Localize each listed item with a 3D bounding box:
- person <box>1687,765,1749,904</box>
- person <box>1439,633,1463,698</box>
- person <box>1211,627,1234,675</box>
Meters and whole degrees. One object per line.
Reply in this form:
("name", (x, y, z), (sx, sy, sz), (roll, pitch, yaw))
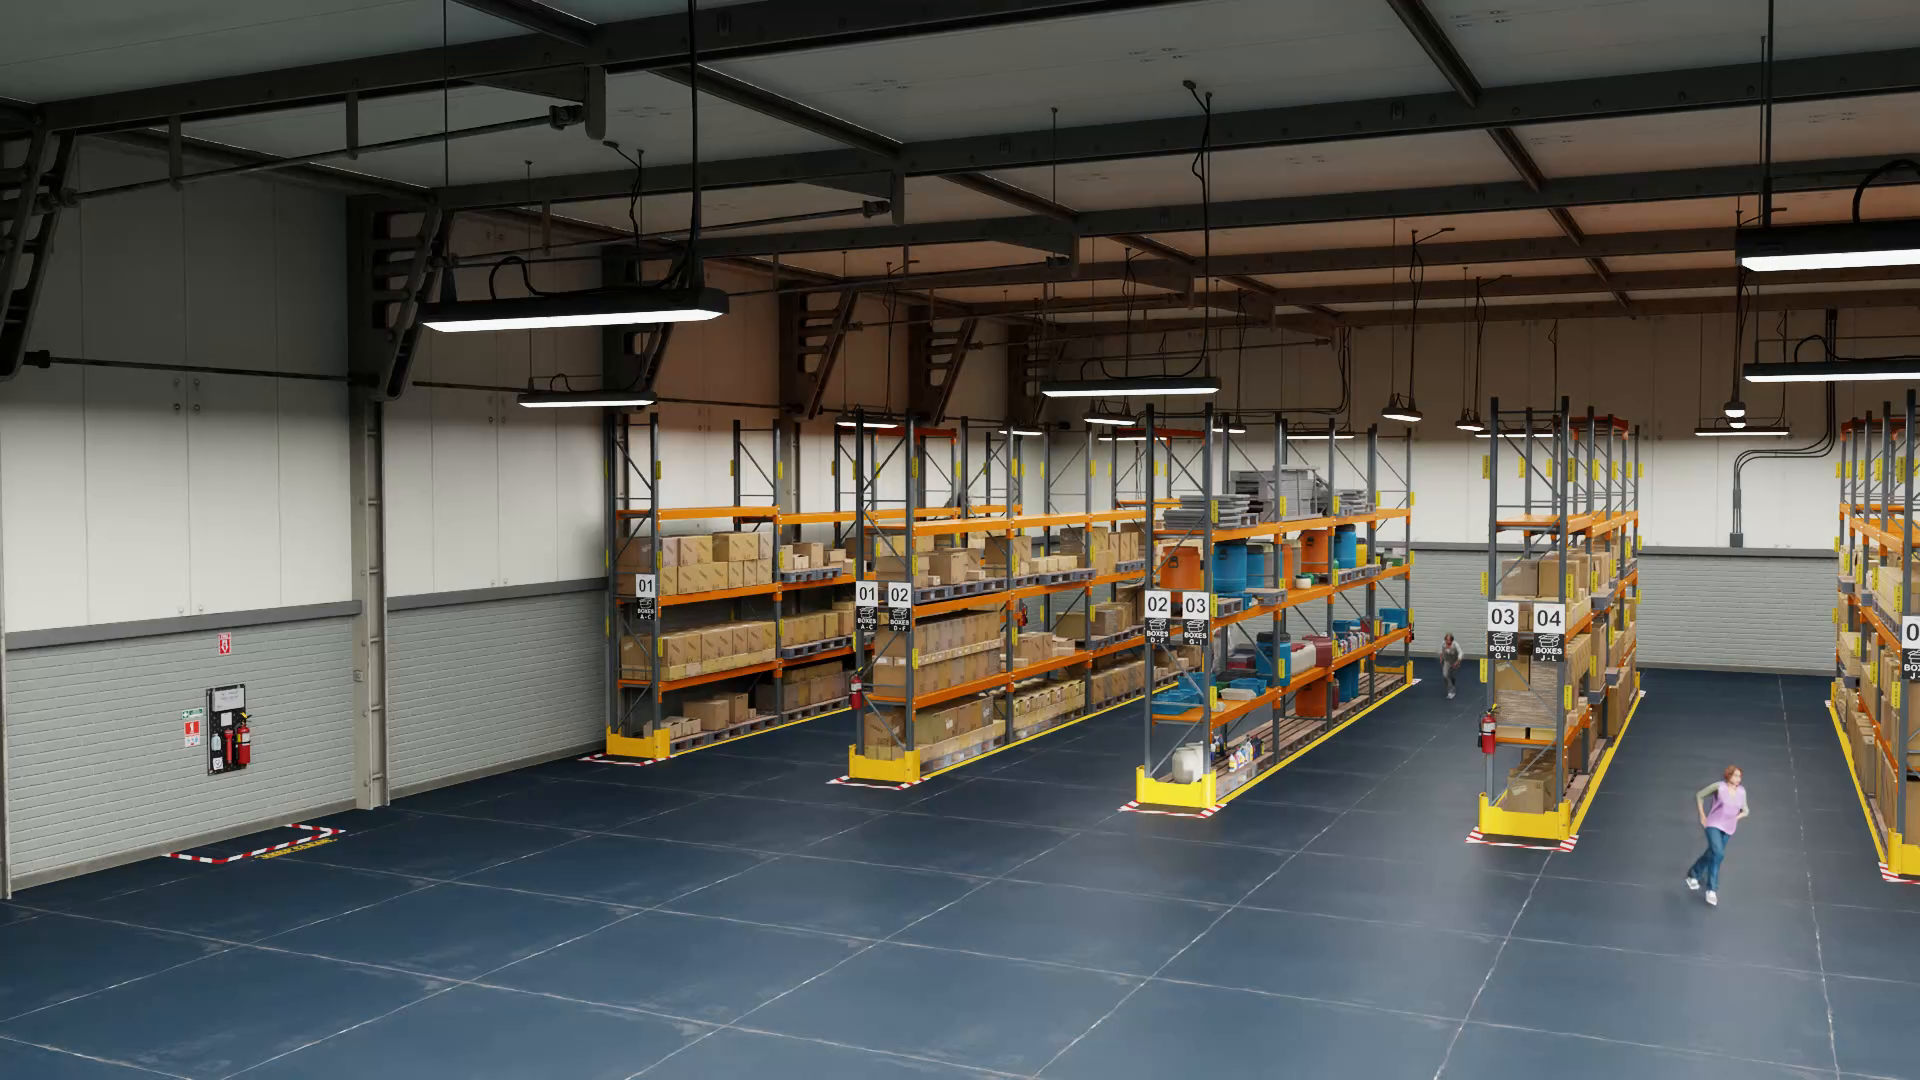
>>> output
("person", (8.804, 3.372, 19.364), (0.612, 1.543, 0.800), (0, 2, -10))
("person", (10.873, 2.756, 36.722), (0.534, 1.455, 0.967), (1, 3, 28))
("person", (5.952, 2.635, 37.610), (0.645, 1.615, 1.111), (1, 3, 27))
